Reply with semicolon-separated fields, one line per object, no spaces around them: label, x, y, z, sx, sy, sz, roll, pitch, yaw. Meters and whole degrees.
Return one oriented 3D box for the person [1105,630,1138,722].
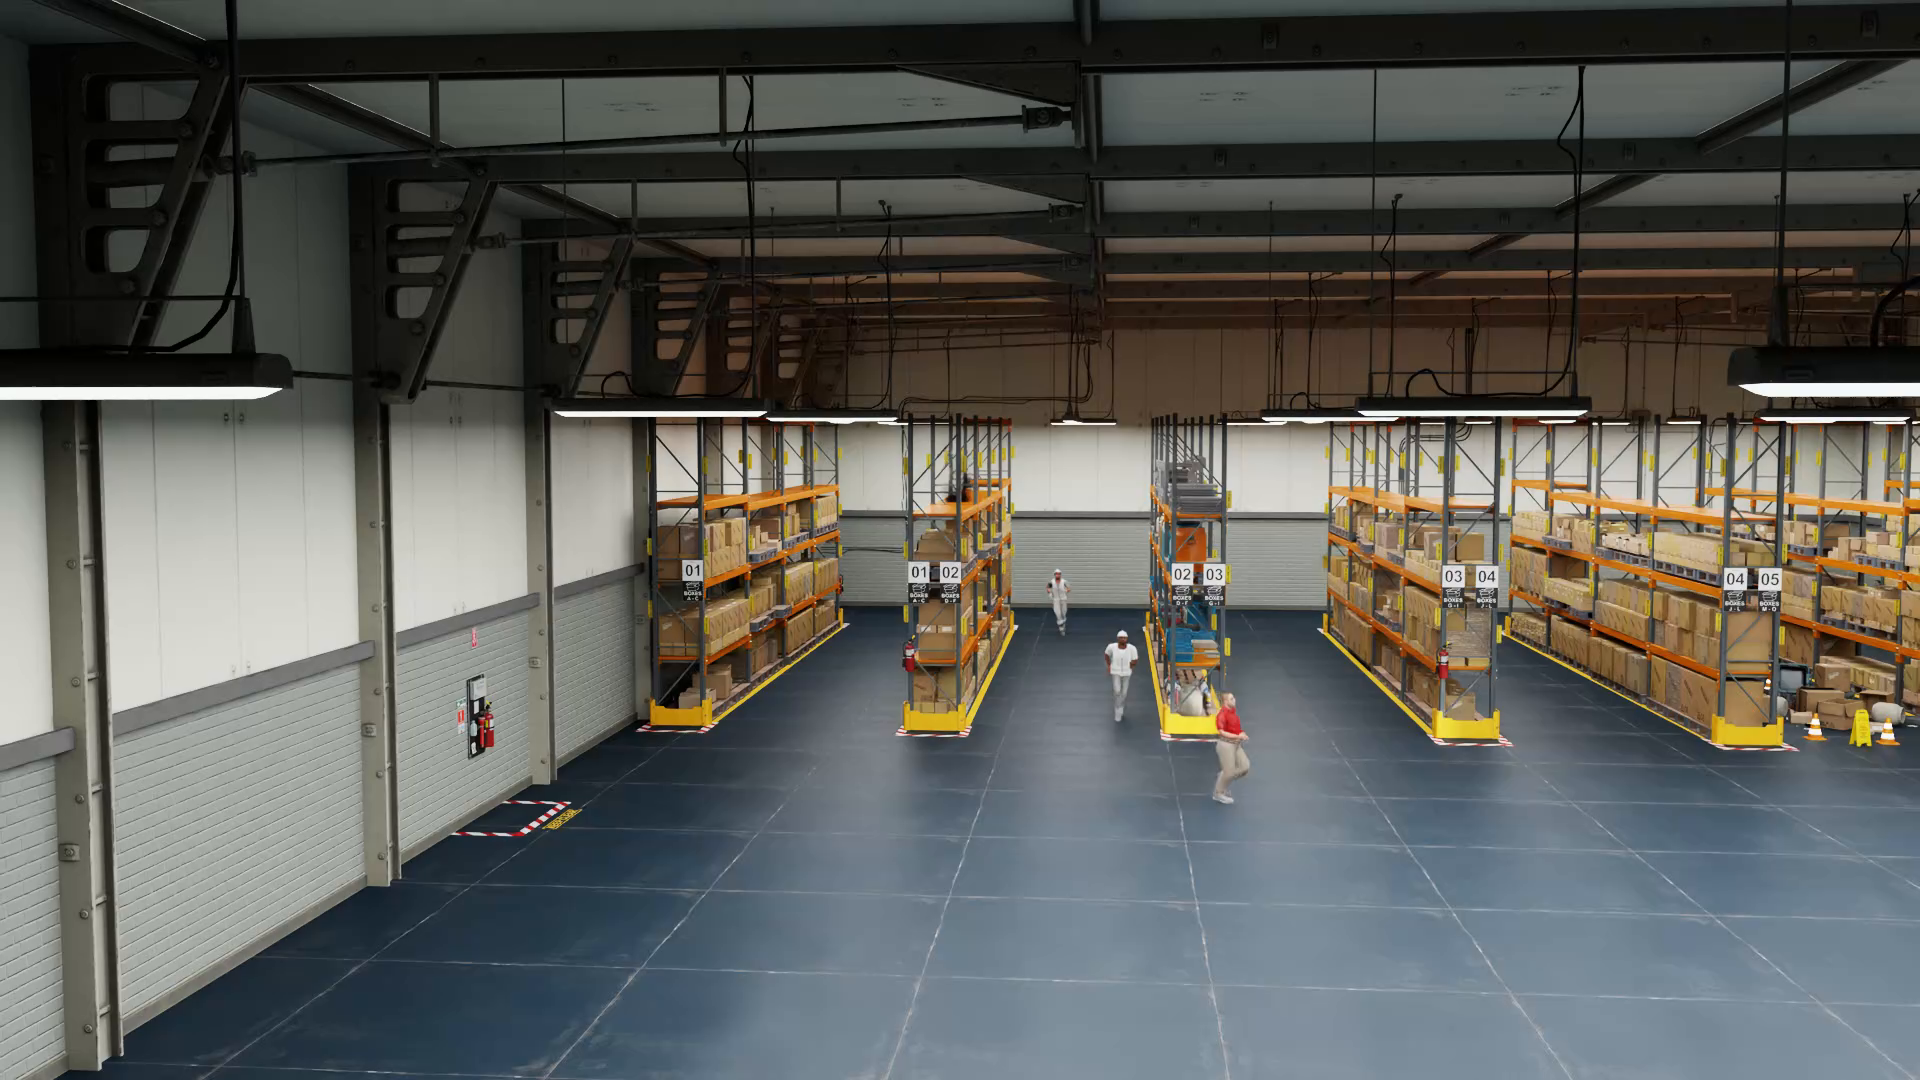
person;3.184;2.661;32.649;0.606;1.801;0.839;0;4;-5

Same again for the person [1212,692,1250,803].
person;4.157;3.167;25.378;0.602;1.687;0.652;2;5;31

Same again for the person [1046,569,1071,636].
person;2.748;1.718;46.177;0.659;1.815;0.885;0;4;-4
